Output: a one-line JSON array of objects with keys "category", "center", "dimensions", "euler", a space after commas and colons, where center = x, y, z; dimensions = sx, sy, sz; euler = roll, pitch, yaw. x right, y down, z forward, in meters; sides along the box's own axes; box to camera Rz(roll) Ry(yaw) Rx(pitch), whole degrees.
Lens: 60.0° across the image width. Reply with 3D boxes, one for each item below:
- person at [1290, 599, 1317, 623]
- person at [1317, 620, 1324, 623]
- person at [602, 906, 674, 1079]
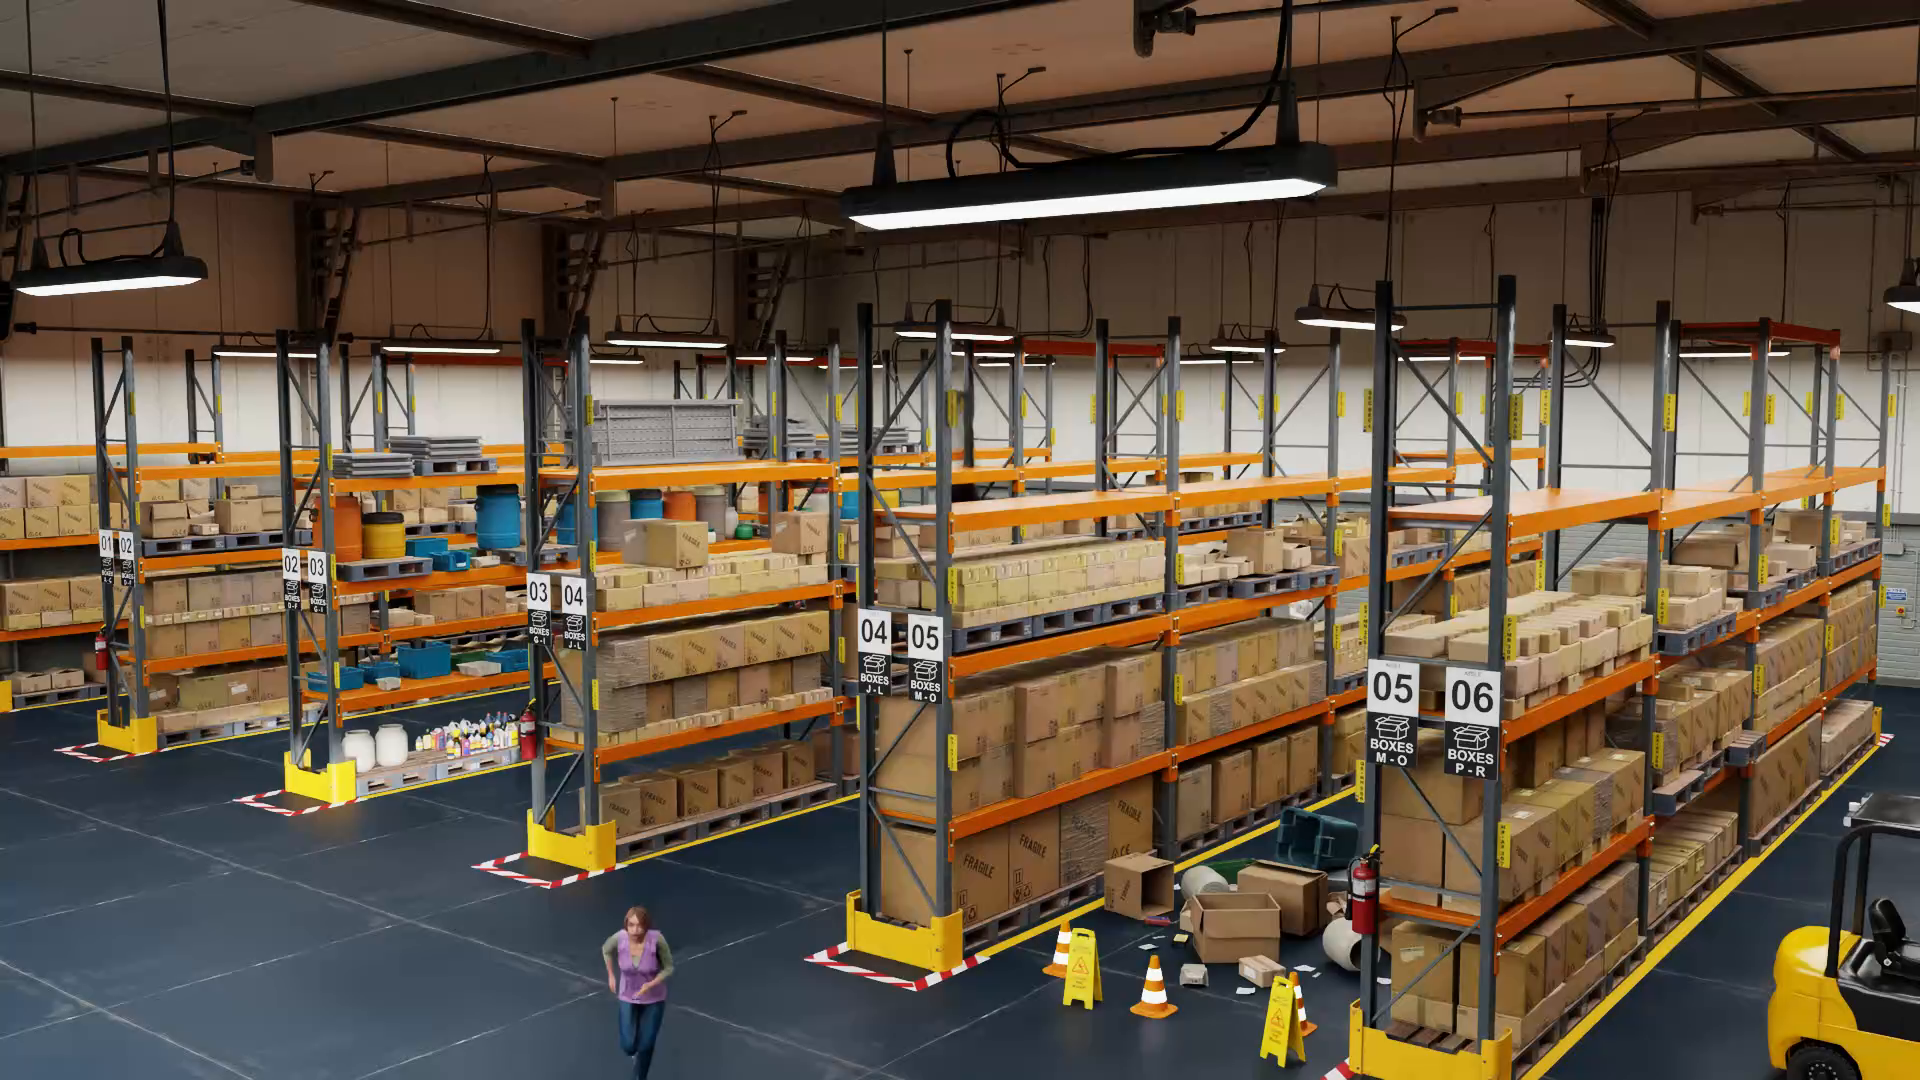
[{"category": "person", "center": [6.445, 1.603, 31.356], "dimensions": [0.624, 1.694, 0.824], "euler": [-2, 5, -20]}, {"category": "person", "center": [5.691, 2.070, 26.131], "dimensions": [0.587, 1.662, 0.959], "euler": [3, 6, 34]}, {"category": "person", "center": [-2.337, 3.371, 12.078], "dimensions": [0.527, 1.530, 0.615], "euler": [-1, 5, -7]}]
